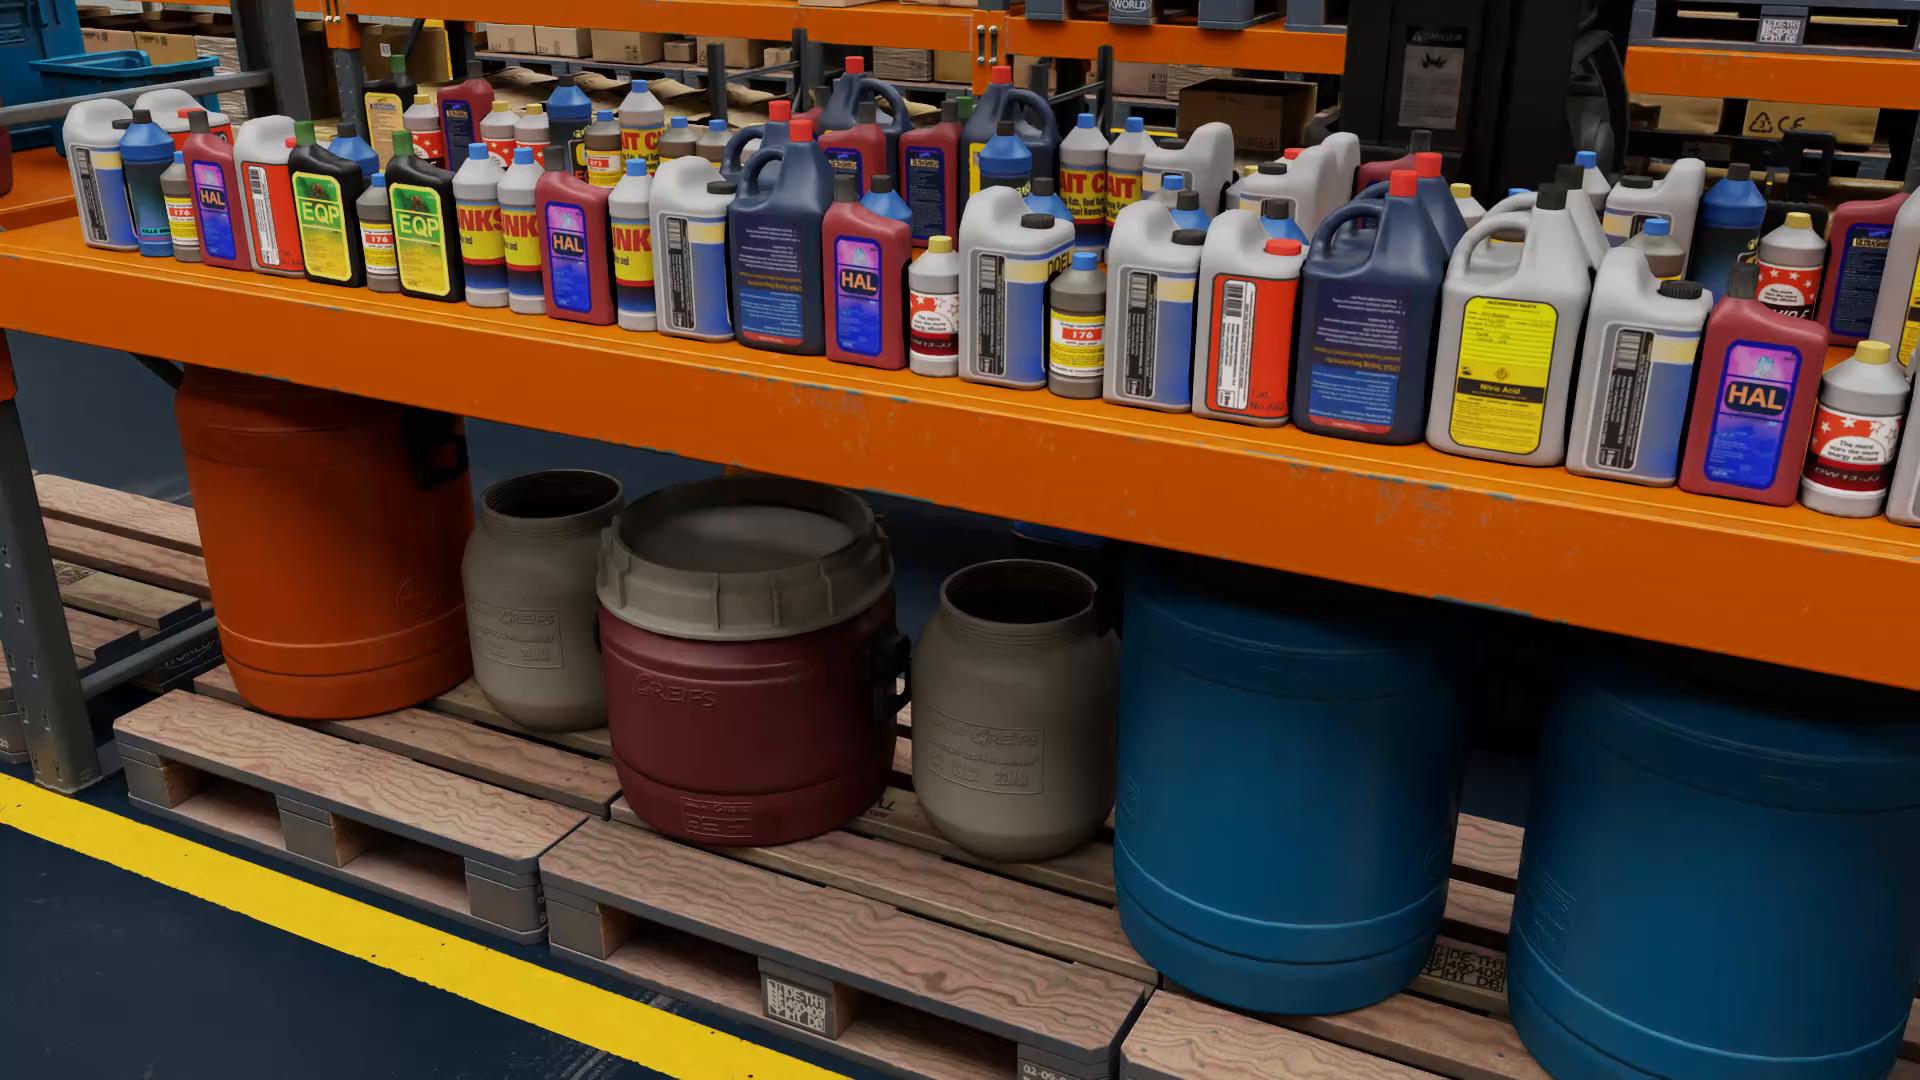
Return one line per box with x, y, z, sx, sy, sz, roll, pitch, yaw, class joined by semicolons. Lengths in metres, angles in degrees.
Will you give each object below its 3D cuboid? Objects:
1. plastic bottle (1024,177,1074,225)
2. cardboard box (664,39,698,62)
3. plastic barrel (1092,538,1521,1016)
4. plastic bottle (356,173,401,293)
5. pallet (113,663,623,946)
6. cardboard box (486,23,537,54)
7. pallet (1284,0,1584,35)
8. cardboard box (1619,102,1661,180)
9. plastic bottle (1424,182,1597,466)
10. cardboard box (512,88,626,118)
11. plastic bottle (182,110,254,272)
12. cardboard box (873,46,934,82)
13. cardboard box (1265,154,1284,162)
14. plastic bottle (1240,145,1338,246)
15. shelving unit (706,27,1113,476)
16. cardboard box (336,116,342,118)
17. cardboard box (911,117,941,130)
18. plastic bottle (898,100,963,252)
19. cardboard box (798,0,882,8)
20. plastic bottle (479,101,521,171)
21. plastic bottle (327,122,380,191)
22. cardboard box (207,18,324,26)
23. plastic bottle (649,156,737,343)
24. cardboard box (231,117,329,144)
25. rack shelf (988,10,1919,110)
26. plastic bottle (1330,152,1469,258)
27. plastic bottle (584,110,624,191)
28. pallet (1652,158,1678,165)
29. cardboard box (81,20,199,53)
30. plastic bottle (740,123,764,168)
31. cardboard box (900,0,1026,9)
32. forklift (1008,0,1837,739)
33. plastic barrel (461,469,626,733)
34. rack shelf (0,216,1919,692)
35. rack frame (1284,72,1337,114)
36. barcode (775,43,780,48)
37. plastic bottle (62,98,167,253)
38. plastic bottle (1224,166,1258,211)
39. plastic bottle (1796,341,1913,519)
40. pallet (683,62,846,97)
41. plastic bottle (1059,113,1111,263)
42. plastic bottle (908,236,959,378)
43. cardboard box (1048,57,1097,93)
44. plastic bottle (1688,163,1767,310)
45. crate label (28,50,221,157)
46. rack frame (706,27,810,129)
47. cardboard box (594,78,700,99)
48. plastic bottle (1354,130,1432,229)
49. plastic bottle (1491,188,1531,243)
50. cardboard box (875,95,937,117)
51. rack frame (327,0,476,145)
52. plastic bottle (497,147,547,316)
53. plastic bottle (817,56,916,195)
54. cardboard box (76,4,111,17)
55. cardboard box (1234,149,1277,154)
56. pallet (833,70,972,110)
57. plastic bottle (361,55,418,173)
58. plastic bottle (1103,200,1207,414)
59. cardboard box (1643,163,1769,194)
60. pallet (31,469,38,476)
0.126;-0.423;2.577;0.097;0.271;0.097;0;23;0;plastic bottle
-2.400;-4.313;14.640;0.250;0.149;0.380;9;25;20;cardboard box
0.578;0.285;2.892;0.708;0.901;0.600;11;25;25;plastic barrel
-1.019;-0.551;2.966;0.097;0.201;0.097;0;23;0;plastic bottle
-1.160;0.441;3.943;1.213;0.211;1.003;11;25;25;pallet
-3.975;-4.651;15.227;0.500;0.311;0.500;8;24;19;cardboard box
2.094;-2.266;6.991;1.213;0.211;1.003;11;25;25;pallet
2.712;-1.734;7.169;0.500;0.250;0.500;11;26;25;cardboard box
0.720;-0.286;2.152;0.185;0.351;0.144;11;25;25;plastic bottle
-2.050;-2.247;8.962;0.500;0.311;0.500;10;25;23;cardboard box
-1.369;-0.650;3.094;0.133;0.283;0.061;11;25;25;plastic bottle
-0.317;-4.061;13.599;0.500;0.500;0.700;12;26;26;cardboard box
1.548;-1.387;7.311;0.500;0.500;0.500;11;25;24;cardboard box
0.551;-0.529;2.819;0.135;0.276;0.152;11;25;25;plastic bottle
-0.136;-0.717;5.019;1.083;1.500;0.587;11;25;24;shelving unit
-3.491;-2.518;10.315;0.500;0.250;0.500;11;25;25;cardboard box
-0.222;-1.889;8.118;0.500;0.311;0.500;12;26;26;cardboard box
-0.052;-0.711;3.239;0.133;0.283;0.061;11;25;25;plastic bottle
-0.571;-2.643;7.953;0.250;0.149;0.380;11;25;25;cardboard box
-1.028;-0.886;3.753;0.097;0.201;0.097;0;23;0;plastic bottle
-1.110;-0.628;3.058;0.097;0.271;0.097;0;23;0;plastic bottle
-4.379;-3.043;10.592;0.500;0.500;0.500;11;25;25;cardboard box
-0.404;-0.476;2.694;0.135;0.276;0.152;11;25;25;plastic bottle
-4.168;-2.428;10.103;0.500;0.250;0.500;11;25;25;cardboard box
2.141;-2.012;7.067;4.000;0.370;1.077;11;25;25;rack shelf
0.620;-0.369;2.347;0.185;0.351;0.144;11;25;25;plastic bottle
-0.767;-0.834;3.632;0.097;0.201;0.097;0;23;0;plastic bottle
4.342;-2.762;11.476;1.213;0.211;1.003;11;25;25;pallet
-5.068;-2.944;10.357;0.500;0.500;0.500;11;25;25;cardboard box
-0.420;-0.765;3.470;0.097;0.201;0.097;0;23;0;plastic bottle
0.051;-2.735;7.961;0.500;0.311;0.500;13;26;28;cardboard box
1.685;-1.000;3.856;3.031;2.935;1.130;11;25;24;forklift
-0.894;0.134;3.745;0.421;0.512;0.421;0;23;0;plastic barrel
-0.097;-0.283;3.001;4.000;0.370;1.077;11;25;25;rack shelf
2.588;-4.427;11.827;0.127;3.000;1.000;11;25;25;rack frame
-1.605;-4.311;14.545;0.075;0.075;0.001;11;25;25;barcode
-1.642;-0.720;3.270;0.135;0.276;0.152;11;25;25;plastic bottle
0.529;-0.577;3.029;0.097;0.201;0.097;0;23;0;plastic bottle
1.074;-0.137;1.992;0.097;0.201;0.097;0;23;0;plastic bottle
-1.597;-3.956;14.283;1.213;0.211;1.003;11;25;25;pallet
0.235;-0.668;3.152;0.097;0.271;0.097;0;23;0;plastic bottle
-0.029;-0.355;2.506;0.097;0.201;0.097;0;23;0;plastic bottle
1.058;-3.797;12.978;0.500;0.500;0.700;11;25;24;cardboard box
1.236;-0.470;2.686;0.097;0.271;0.097;0;23;0;plastic bottle
-2.089;-1.095;4.206;0.416;0.233;0.303;11;25;25;crate label
-0.598;-0.808;5.234;0.032;1.500;0.500;11;25;24;rack frame
-1.811;-2.438;9.411;0.500;0.311;0.500;11;25;24;cardboard box
0.760;-0.577;2.924;0.133;0.283;0.061;11;25;25;plastic bottle
0.942;-0.496;2.837;0.097;0.201;0.097;0;23;0;plastic bottle
-0.451;-2.167;8.773;0.500;0.311;0.500;11;25;23;cardboard box
-3.214;-3.402;9.418;0.127;3.000;1.000;11;25;25;rack frame
-0.726;-0.525;2.816;0.097;0.271;0.097;0;23;0;plastic bottle
-0.185;-0.777;3.308;0.185;0.351;0.144;11;25;25;plastic bottle
-6.170;-3.391;11.410;0.500;0.500;0.500;11;25;25;cardboard box
1.297;-1.665;7.965;0.500;0.500;0.500;12;26;27;cardboard box
-0.286;-3.713;13.711;1.213;0.211;1.003;11;25;25;pallet
-1.329;-0.991;3.896;0.133;0.283;0.061;11;25;25;plastic bottle
0.294;-0.337;2.369;0.135;0.276;0.152;11;25;25;plastic bottle
3.123;-1.303;7.113;0.500;0.500;0.500;12;26;25;cardboard box
-3.641;-0.050;5.098;1.213;0.211;1.003;11;25;25;pallet
